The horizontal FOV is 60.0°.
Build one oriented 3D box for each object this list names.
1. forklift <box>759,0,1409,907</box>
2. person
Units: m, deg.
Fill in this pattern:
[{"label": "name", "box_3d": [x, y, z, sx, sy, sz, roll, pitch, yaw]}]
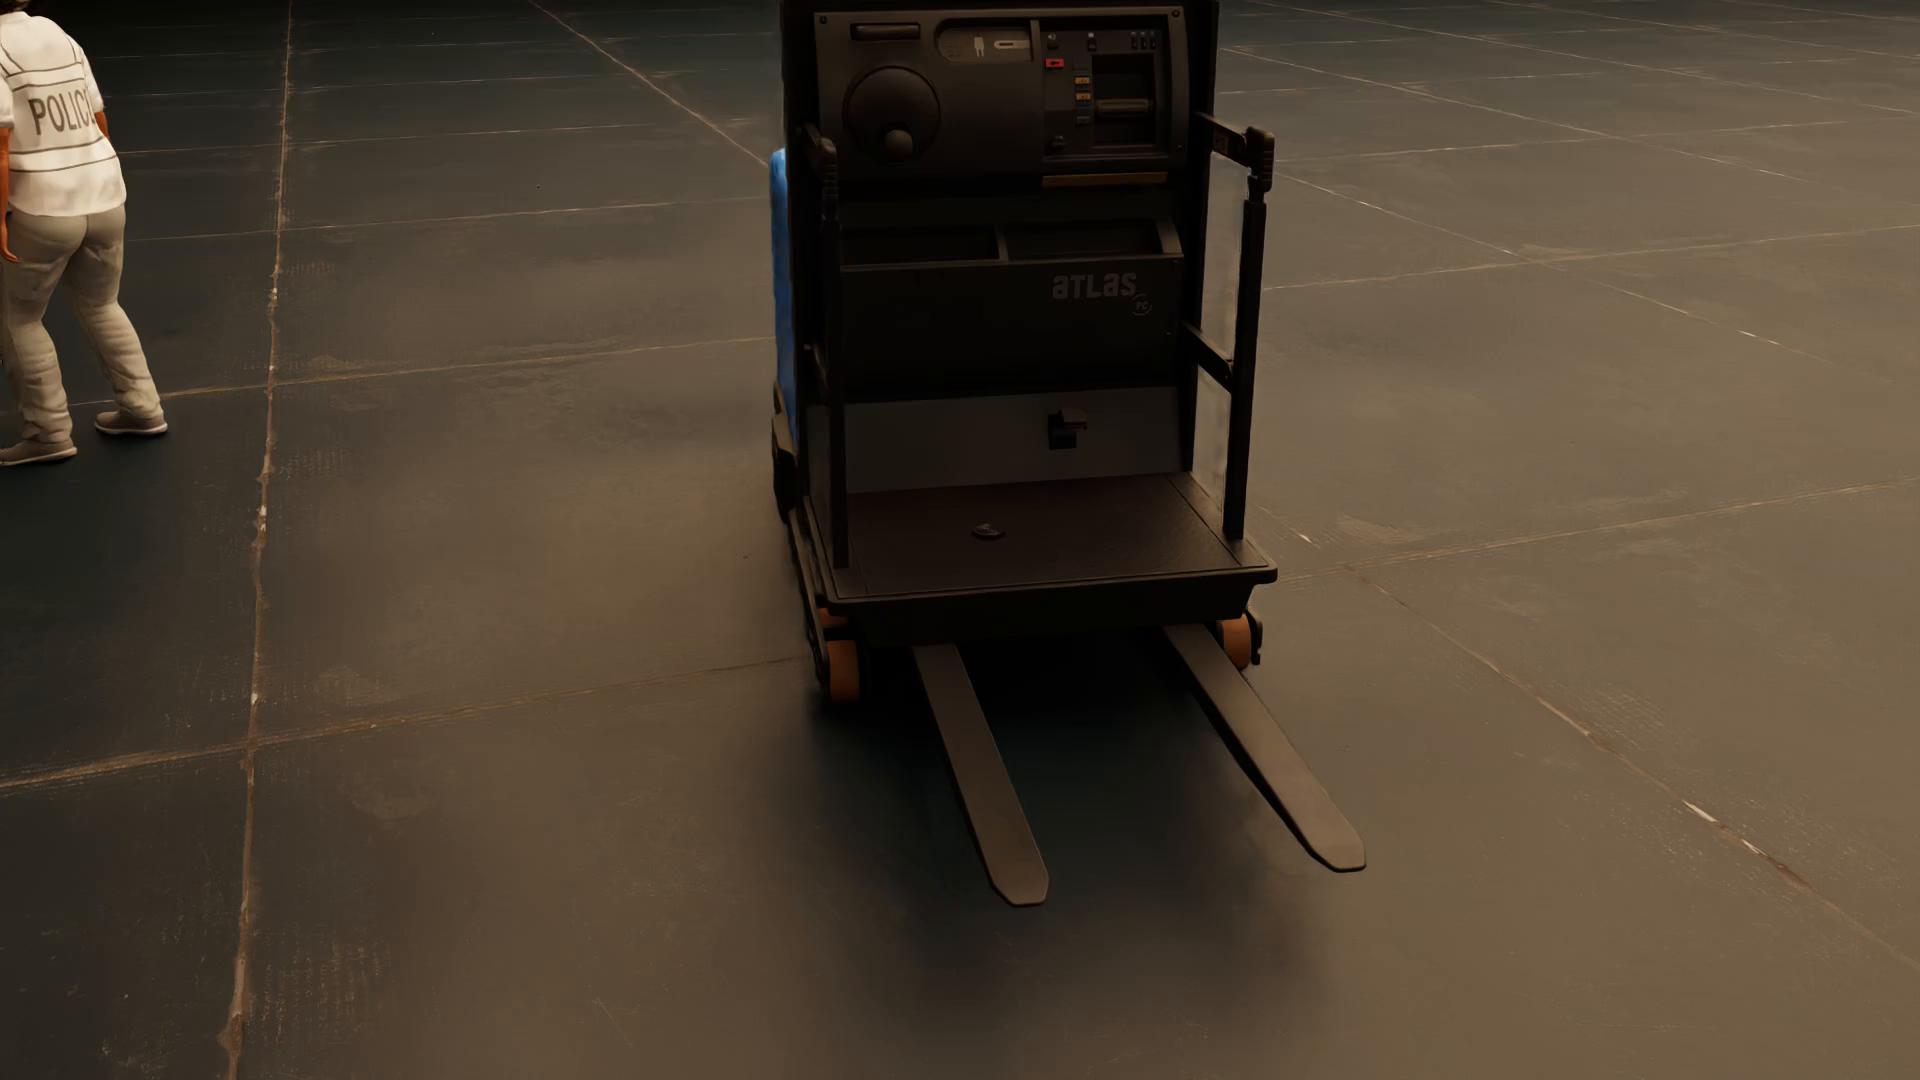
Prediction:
[{"label": "forklift", "box_3d": [0.176, -1.098, 3.908, 1.130, 2.935, 3.031, -5, 23, -12]}, {"label": "person", "box_3d": [-3.060, -1.097, 5.571, 0.449, 1.677, 0.540, 7, 24, 16]}]
